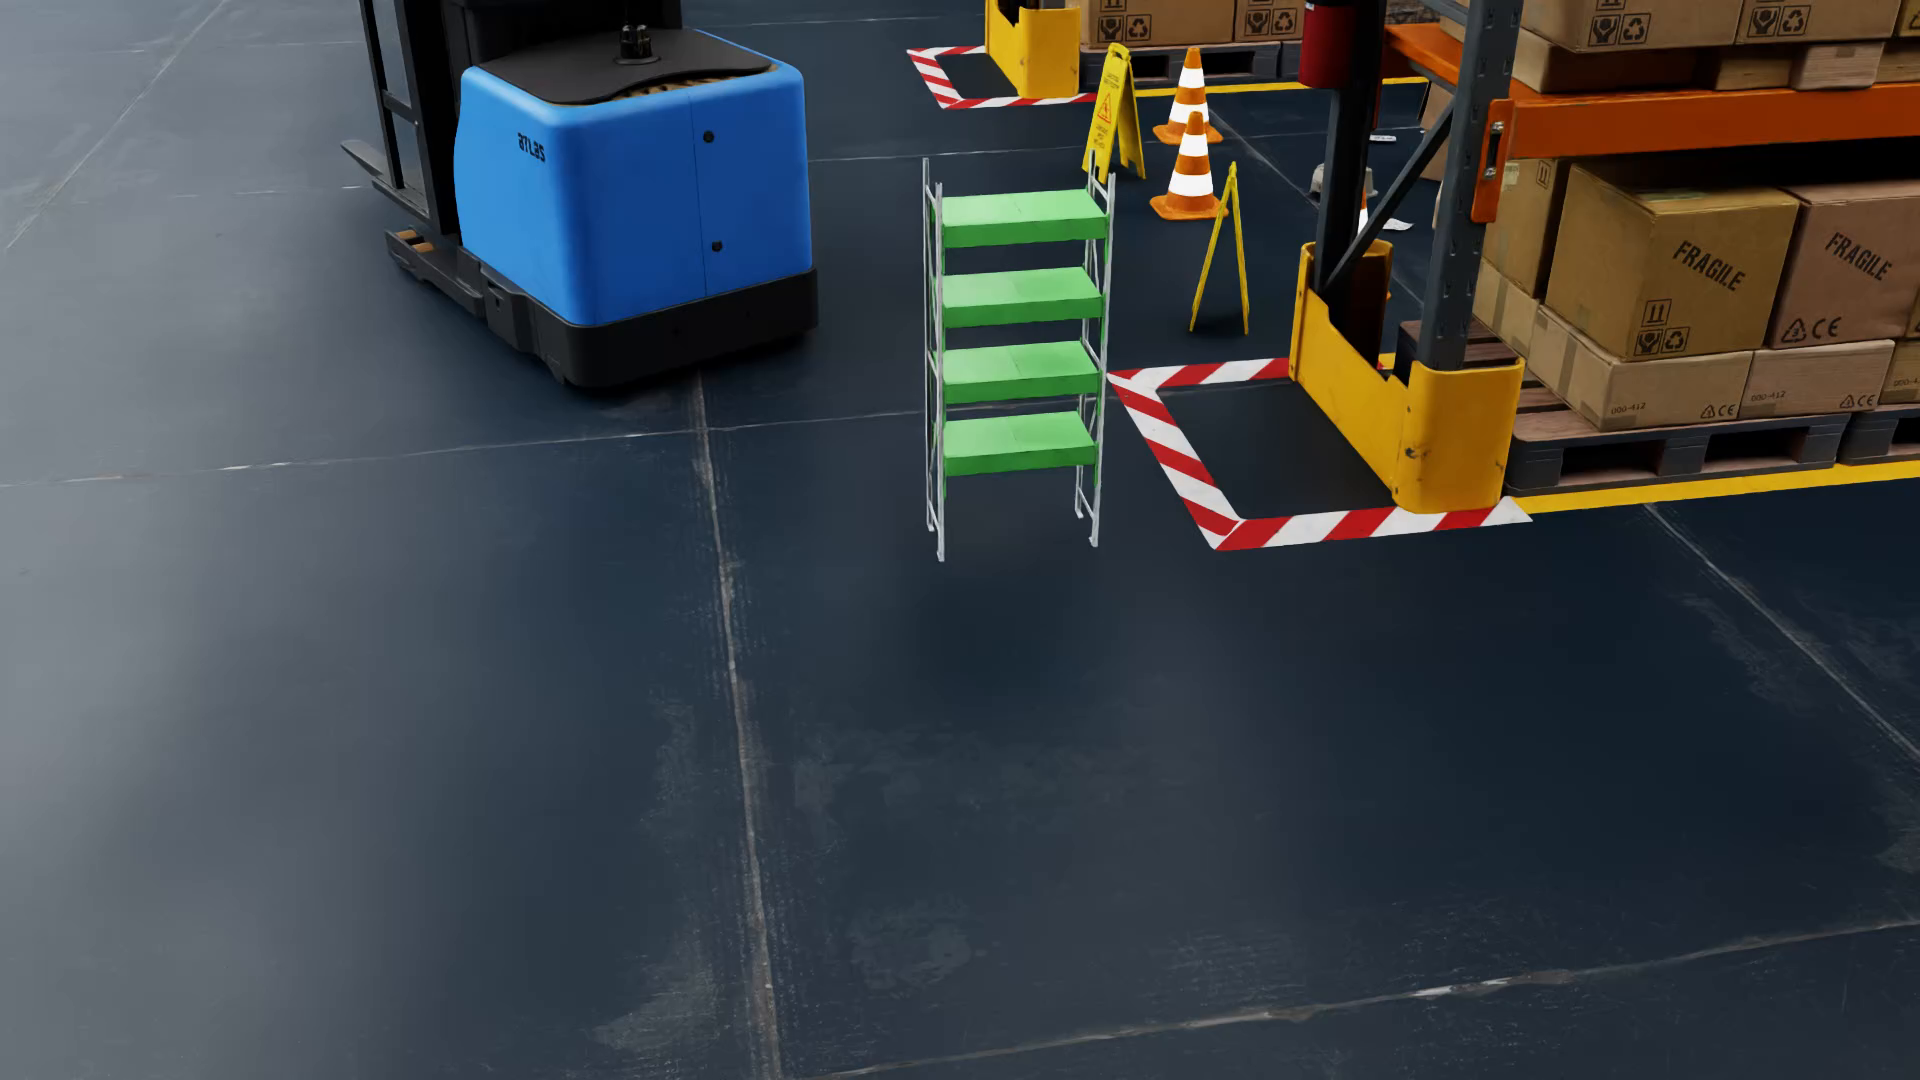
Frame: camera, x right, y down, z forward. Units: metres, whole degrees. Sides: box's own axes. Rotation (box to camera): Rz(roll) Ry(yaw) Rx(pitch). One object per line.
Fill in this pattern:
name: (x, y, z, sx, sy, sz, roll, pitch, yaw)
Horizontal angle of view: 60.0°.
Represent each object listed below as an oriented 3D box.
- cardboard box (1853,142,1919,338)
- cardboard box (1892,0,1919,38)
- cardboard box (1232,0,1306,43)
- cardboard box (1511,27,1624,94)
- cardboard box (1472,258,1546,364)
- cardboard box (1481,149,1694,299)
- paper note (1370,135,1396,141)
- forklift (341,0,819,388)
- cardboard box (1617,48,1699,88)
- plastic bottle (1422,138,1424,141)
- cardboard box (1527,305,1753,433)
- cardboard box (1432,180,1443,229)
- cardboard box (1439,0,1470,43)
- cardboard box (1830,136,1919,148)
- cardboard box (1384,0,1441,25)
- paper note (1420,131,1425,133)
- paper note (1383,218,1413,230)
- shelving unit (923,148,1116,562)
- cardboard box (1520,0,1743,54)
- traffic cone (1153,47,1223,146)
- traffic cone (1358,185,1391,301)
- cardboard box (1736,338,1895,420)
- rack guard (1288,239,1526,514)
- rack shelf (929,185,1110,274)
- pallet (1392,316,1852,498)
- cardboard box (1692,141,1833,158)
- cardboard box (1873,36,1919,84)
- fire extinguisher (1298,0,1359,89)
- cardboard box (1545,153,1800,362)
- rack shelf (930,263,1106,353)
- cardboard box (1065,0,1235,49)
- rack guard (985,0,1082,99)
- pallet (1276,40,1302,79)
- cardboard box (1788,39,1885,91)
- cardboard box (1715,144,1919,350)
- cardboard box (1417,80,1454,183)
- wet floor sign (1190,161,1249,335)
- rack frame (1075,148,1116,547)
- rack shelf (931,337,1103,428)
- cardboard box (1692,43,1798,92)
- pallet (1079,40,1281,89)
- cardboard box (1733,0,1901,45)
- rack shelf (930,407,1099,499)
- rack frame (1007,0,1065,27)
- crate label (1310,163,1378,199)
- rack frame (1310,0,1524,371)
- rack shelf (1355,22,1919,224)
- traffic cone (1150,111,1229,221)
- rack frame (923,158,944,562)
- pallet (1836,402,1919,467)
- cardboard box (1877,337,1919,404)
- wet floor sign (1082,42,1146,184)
cardboard box: (3.312, -1.020, 5.584, 0.500, 0.500, 0.500, -5, 31, -8)
cardboard box: (2.963, -1.844, 5.034, 0.500, 0.500, 0.500, -6, 31, -10)
cardboard box: (1.967, -3.571, 10.046, 0.875, 0.875, 0.875, -6, 31, -10)
cardboard box: (1.809, -1.491, 5.074, 0.250, 0.149, 0.380, -5, 31, -9)
cardboard box: (2.208, -0.877, 6.081, 0.500, 0.250, 0.500, -5, 31, -9)
cardboard box: (2.178, -1.193, 5.879, 0.500, 0.500, 0.500, -5, 31, -9)
paper note: (2.254, -2.142, 8.865, 0.142, 0.017, 0.144, 5, 31, 8)
forklift: (-1.843, -2.503, 6.616, 1.130, 2.935, 3.031, -21, 36, -31)
cardboard box: (2.055, -1.521, 5.125, 0.250, 0.149, 0.380, -5, 31, -8)
plastic bottle: (2.586, -2.103, 8.766, 0.283, 0.061, 0.133, -17, 34, -26)
cardboard box: (2.281, -0.603, 5.614, 0.500, 0.250, 0.500, -6, 31, -9)
cardboard box: (2.362, -1.569, 7.772, 0.250, 0.149, 0.380, 10, 32, 17)
cardboard box: (1.767, -1.704, 5.436, 0.250, 0.149, 0.380, -4, 31, -7)
cardboard box: (3.189, -1.285, 6.035, 0.500, 0.500, 0.500, -6, 31, -10)
cardboard box: (2.864, -3.654, 10.186, 0.875, 0.875, 0.875, -5, 31, -9)
paper note: (2.549, -2.202, 8.984, 0.123, 0.001, 0.032, 10, 32, 17)
paper note: (2.009, -1.470, 7.720, 0.142, 0.019, 0.148, -17, 34, -26)
shelving unit: (0.163, -0.532, 4.972, 0.503, 1.200, 0.258, -5, 31, -9)
cardboard box: (1.953, -1.748, 4.871, 0.500, 0.500, 0.500, -6, 31, -10)
traffic cone: (1.225, -2.377, 8.836, 0.334, 0.463, 0.336, -5, 31, -9)
traffic cone: (1.628, -1.260, 6.937, 0.334, 0.463, 0.336, -5, 31, -9)
cardboard box: (2.784, -0.646, 5.687, 0.500, 0.250, 0.500, -4, 31, -7)
rack guard: (1.512, -0.601, 5.778, 0.348, 0.500, 1.175, -5, 31, -9)
rack shelf: (0.163, -0.891, 4.761, 0.480, 0.148, 0.258, -5, 31, -9)
pallet: (2.318, -0.533, 5.948, 1.213, 0.211, 1.003, -5, 31, -9)
cardboard box: (2.691, -1.243, 5.963, 0.500, 0.500, 0.500, -4, 31, -7)
cardboard box: (2.836, -1.545, 5.167, 0.250, 0.149, 0.380, -5, 31, -8)
fire extinguisher: (1.242, -1.857, 5.526, 0.183, 0.674, 0.296, -5, 31, -9)
cardboard box: (2.304, -0.929, 5.428, 0.500, 0.500, 0.500, -6, 31, -11)
rack shelf: (0.163, -0.684, 4.882, 0.480, 0.148, 0.258, -5, 31, -9)
cardboard box: (1.102, -3.490, 9.908, 0.875, 0.875, 0.875, -5, 31, -9)
rack guard: (0.423, -3.050, 9.944, 0.348, 0.500, 1.175, -5, 31, -9)
pallet: (2.416, -3.150, 10.398, 1.213, 0.211, 1.003, -5, 31, -9)
cardboard box: (2.588, -1.505, 5.098, 0.250, 0.149, 0.380, -5, 31, -8)
cardboard box: (2.817, -0.978, 5.513, 0.500, 0.500, 0.500, -6, 31, -11)
cardboard box: (2.709, -2.018, 8.185, 0.797, 0.503, 0.637, 23, 37, 33)
wet floor sign: (1.058, -1.173, 6.608, 0.232, 0.644, 0.267, 5, 31, 8)
rack frame: (0.403, -0.555, 5.009, 0.015, 1.200, 0.240, -5, 31, -9)
rack shelf: (0.163, -0.477, 5.004, 0.480, 0.148, 0.258, -5, 31, -9)
cardboard box: (2.330, -1.505, 5.098, 0.250, 0.149, 0.380, -6, 31, -11)
pallet: (1.219, -3.040, 10.212, 1.213, 0.211, 1.003, -5, 31, -9)
cardboard box: (2.462, -1.796, 4.954, 0.500, 0.500, 0.500, -4, 31, -7)
rack shelf: (0.163, -0.270, 5.126, 0.480, 0.148, 0.258, -5, 31, -9)
rack frame: (0.446, -4.130, 9.315, 0.127, 3.000, 1.000, -5, 31, -9)
crate label: (1.856, -1.745, 8.082, 0.298, 0.136, 0.250, -23, 38, -34)
rack frame: (1.437, -1.671, 5.133, 0.127, 3.000, 1.000, -5, 31, -9)
rack shelf: (3.405, -1.544, 5.626, 4.000, 0.370, 1.077, -5, 31, -9)
traffic cone: (1.094, -1.783, 7.825, 0.334, 0.463, 0.336, -5, 31, -9)
rack frame: (-0.077, -0.510, 4.934, 0.015, 1.200, 0.240, -5, 31, -9)
pallet: (3.515, -0.642, 6.134, 1.213, 0.211, 1.003, -5, 31, -9)
cardboard box: (3.319, -0.702, 5.783, 0.500, 0.250, 0.500, -3, 31, -6)
wet floor sign: (0.775, -2.125, 8.228, 0.232, 0.644, 0.267, -11, 32, -17)
